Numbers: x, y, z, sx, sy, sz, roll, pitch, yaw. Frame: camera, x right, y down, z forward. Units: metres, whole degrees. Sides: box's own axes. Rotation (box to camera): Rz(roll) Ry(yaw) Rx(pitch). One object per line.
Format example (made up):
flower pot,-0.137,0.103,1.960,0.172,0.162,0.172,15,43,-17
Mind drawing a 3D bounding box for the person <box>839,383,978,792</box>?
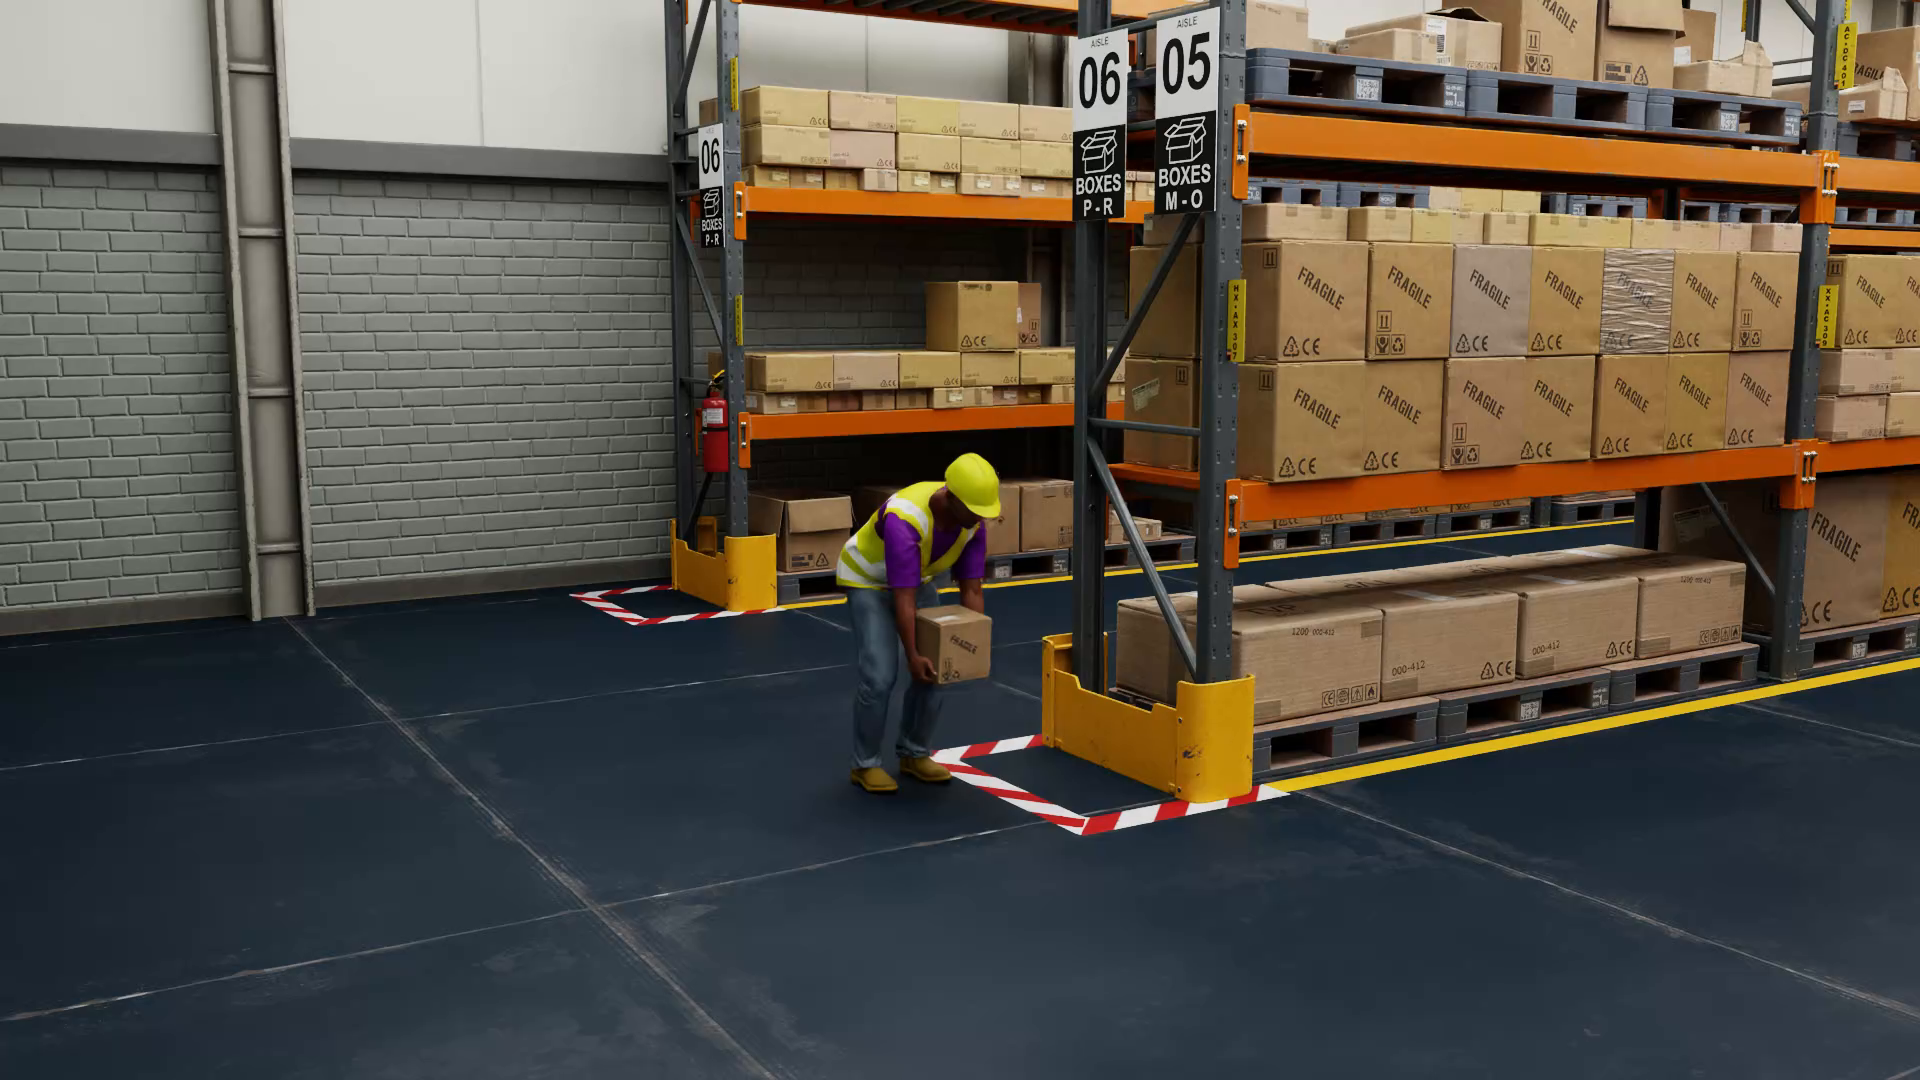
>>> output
person,-0.204,0.199,7.000,0.498,1.718,0.613,-6,10,-37
